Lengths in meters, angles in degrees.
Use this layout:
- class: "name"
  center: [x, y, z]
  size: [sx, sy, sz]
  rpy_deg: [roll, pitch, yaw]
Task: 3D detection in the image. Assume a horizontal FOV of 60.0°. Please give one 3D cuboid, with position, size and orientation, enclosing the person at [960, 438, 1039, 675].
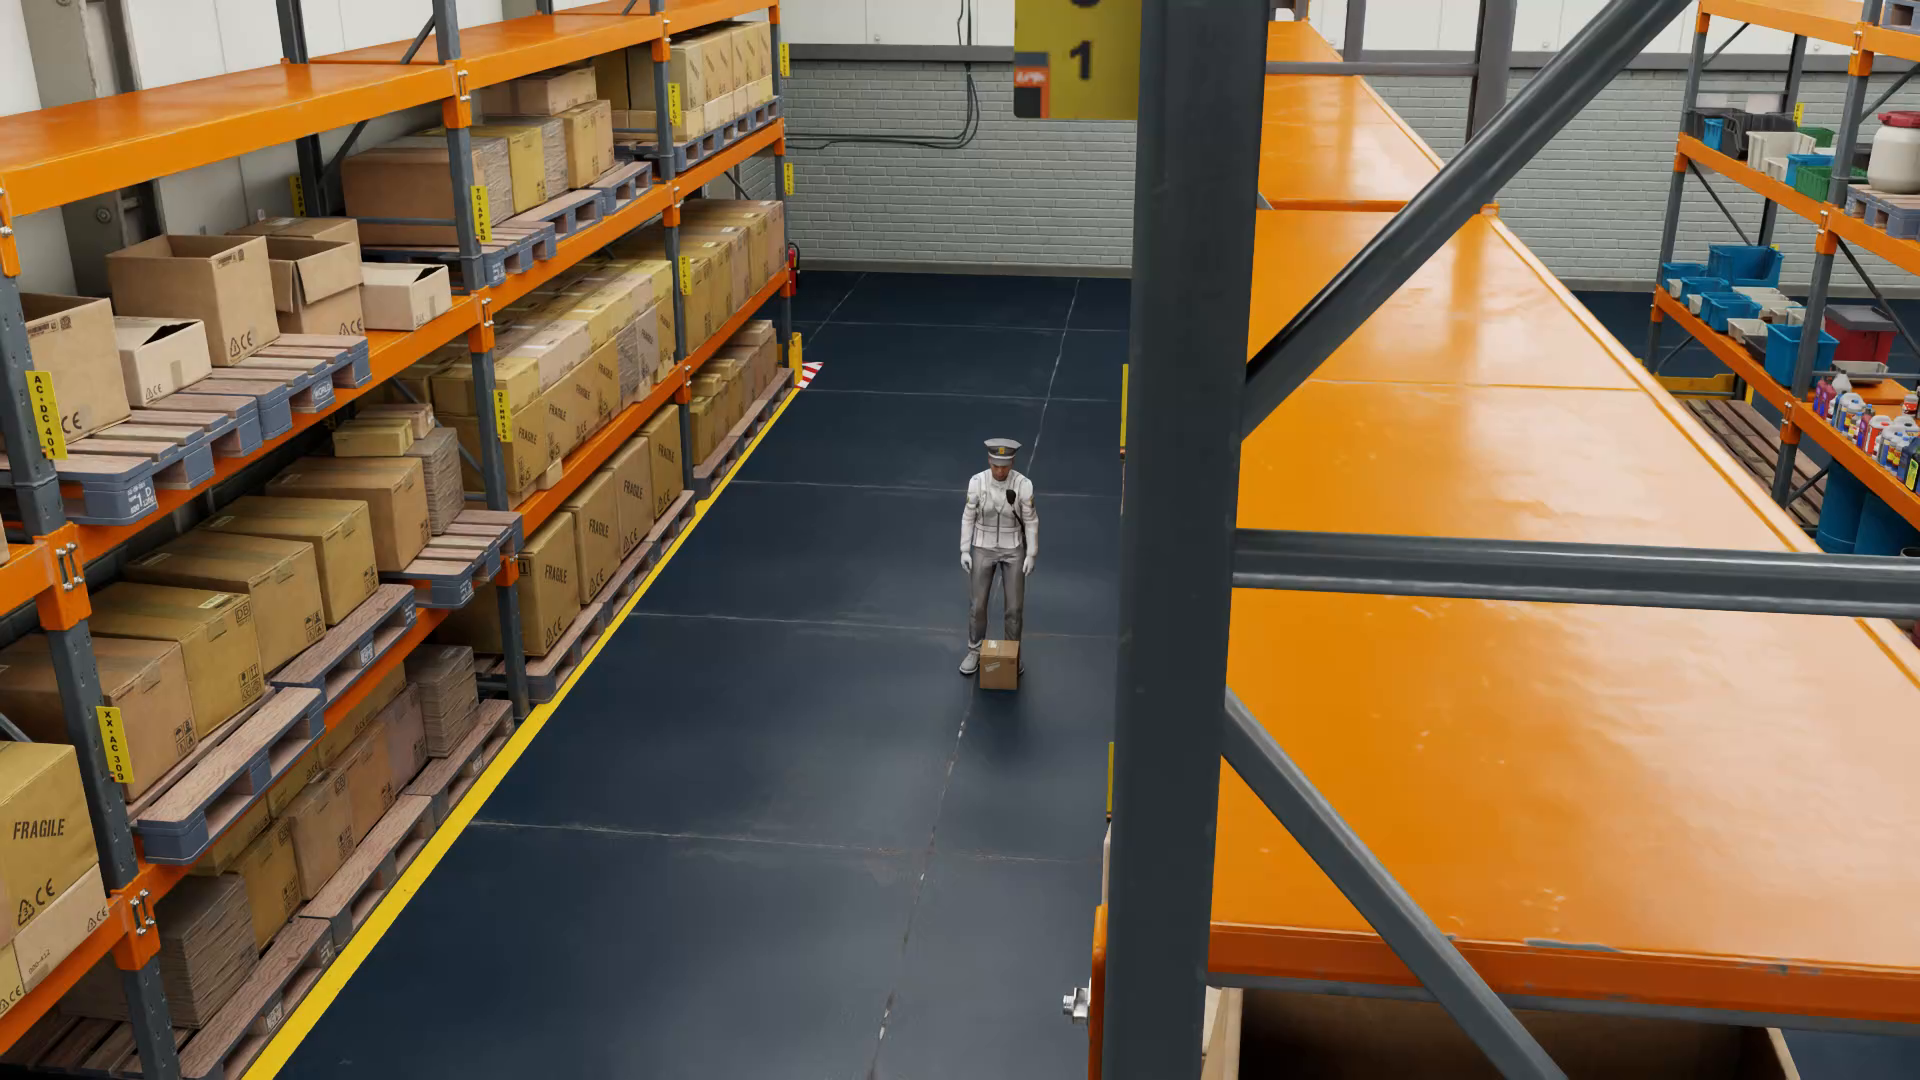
- class: "person"
  center: [0.255, 0.097, 11.227]
  size: [0.511, 1.663, 0.376]
  rpy_deg: [2, 21, 6]
